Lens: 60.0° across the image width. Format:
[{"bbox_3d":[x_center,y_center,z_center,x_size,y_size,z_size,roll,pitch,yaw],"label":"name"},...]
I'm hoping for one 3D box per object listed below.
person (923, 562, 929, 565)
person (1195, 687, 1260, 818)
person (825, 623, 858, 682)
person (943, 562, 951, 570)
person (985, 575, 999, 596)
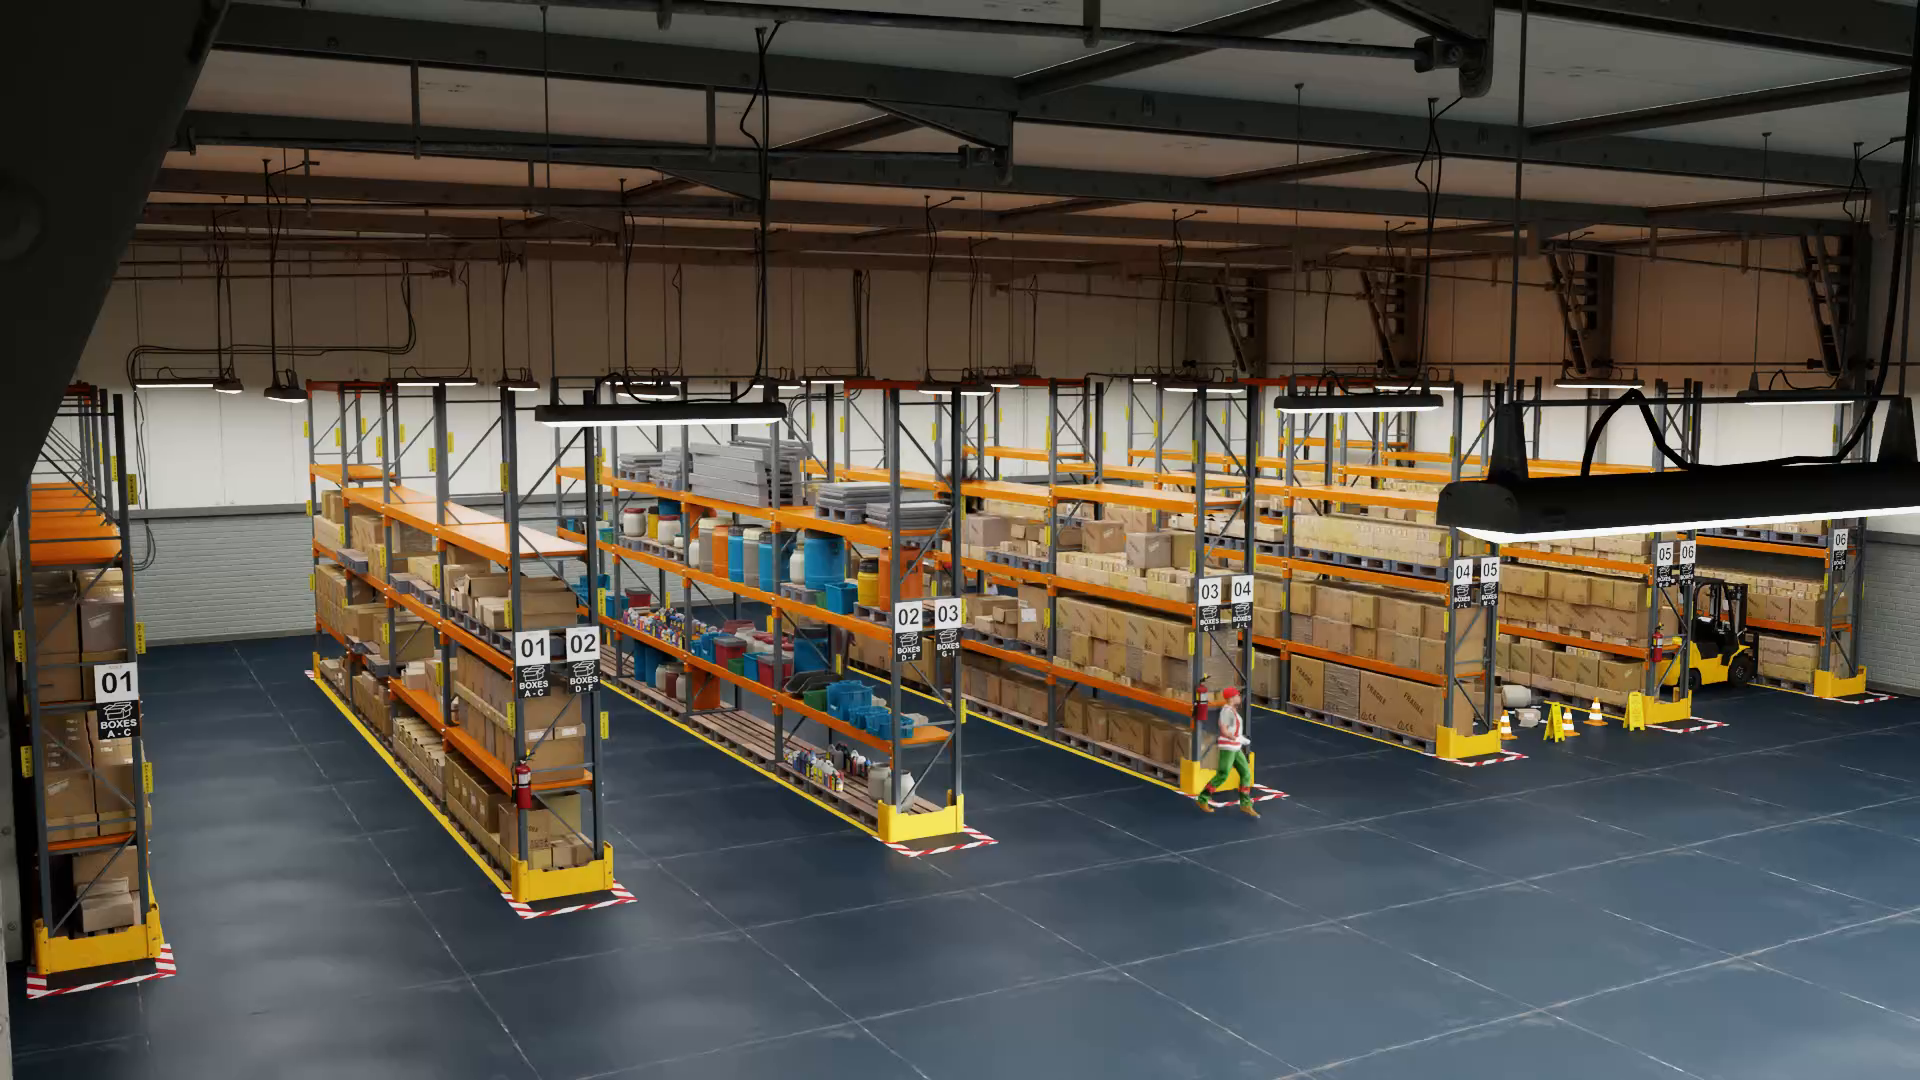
[{"bbox_3d":[-1.074,1.110,41.193,0.551,1.693,0.709,-6,8,-43],"label":"person"},{"bbox_3d":[3.825,2.961,23.379,0.874,1.792,0.724,2,7,22],"label":"person"},{"bbox_3d":[-2.272,2.166,30.892,0.649,1.803,1.026,-5,8,-41],"label":"person"},{"bbox_3d":[-0.312,1.060,41.962,0.769,1.642,0.727,-4,7,-31],"label":"person"},{"bbox_3d":[0.647,1.598,36.867,0.616,1.668,0.925,-3,7,-25],"label":"person"}]
